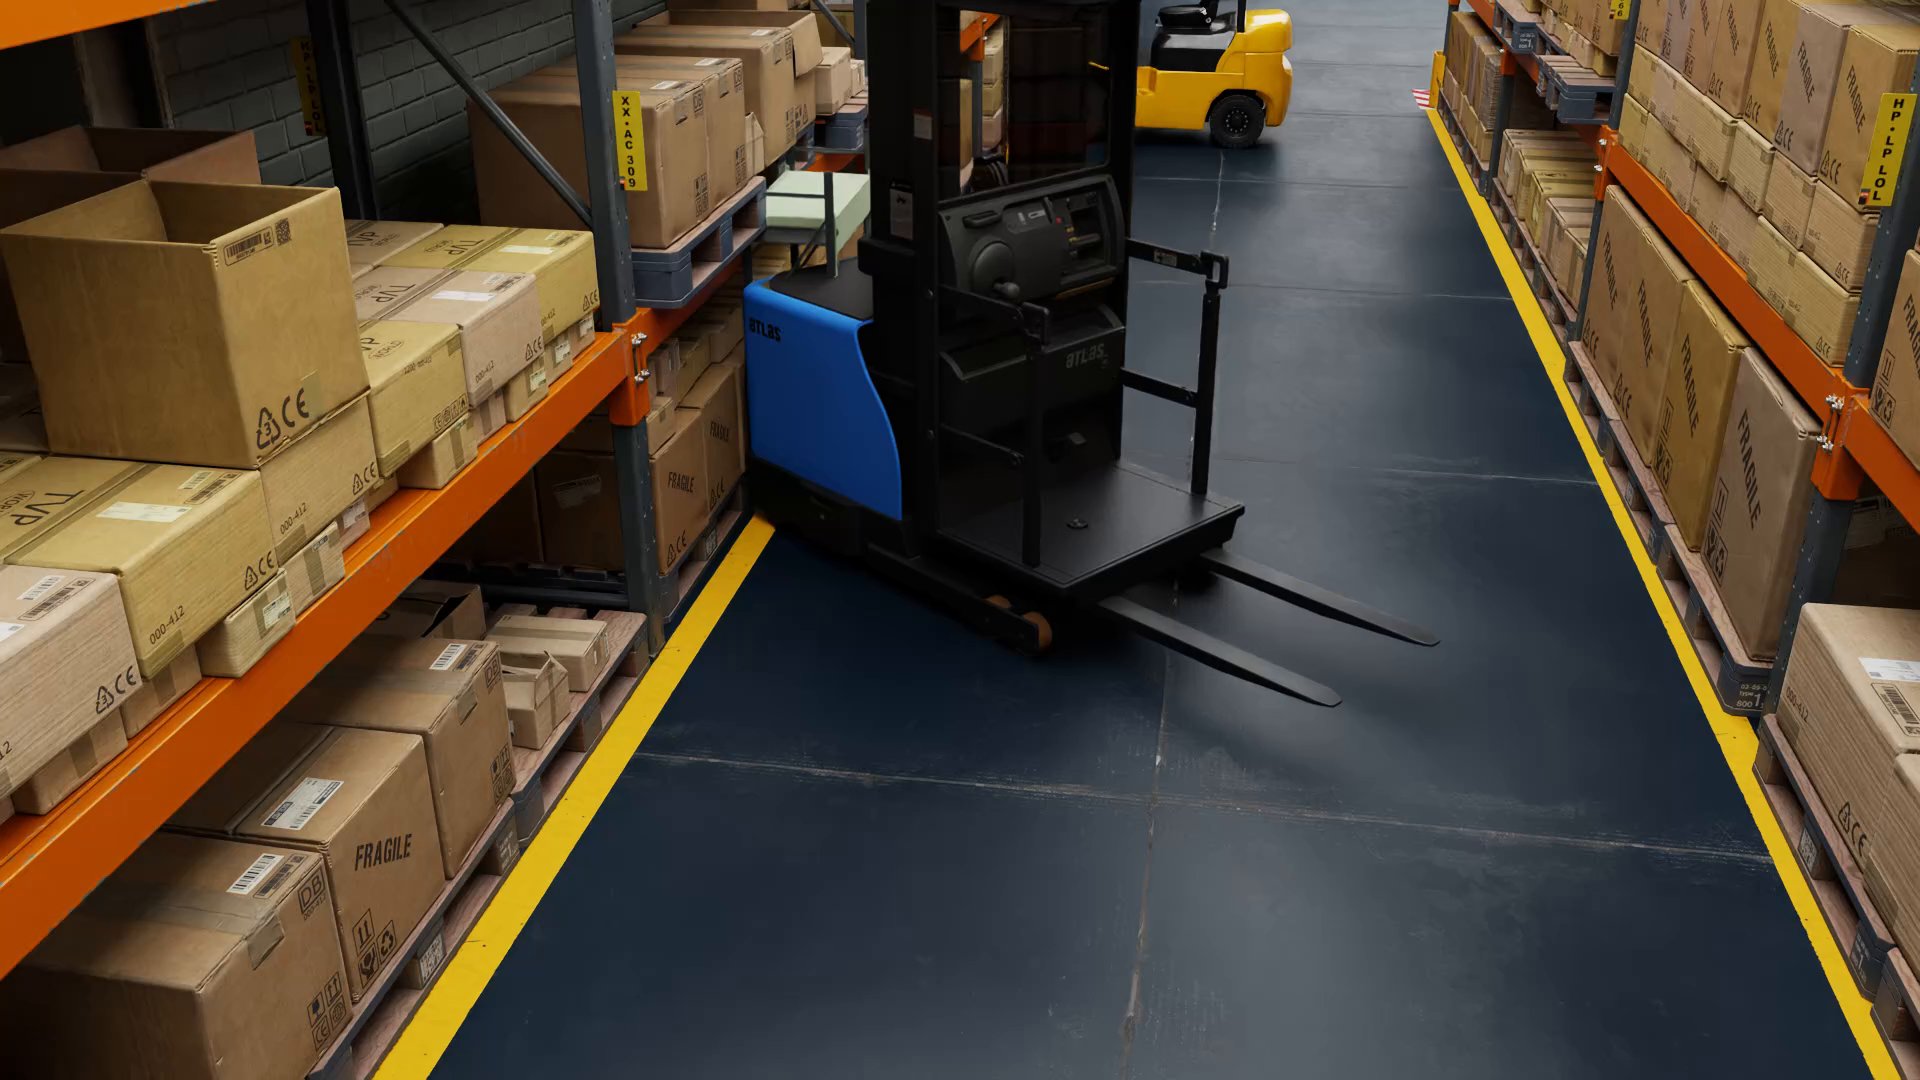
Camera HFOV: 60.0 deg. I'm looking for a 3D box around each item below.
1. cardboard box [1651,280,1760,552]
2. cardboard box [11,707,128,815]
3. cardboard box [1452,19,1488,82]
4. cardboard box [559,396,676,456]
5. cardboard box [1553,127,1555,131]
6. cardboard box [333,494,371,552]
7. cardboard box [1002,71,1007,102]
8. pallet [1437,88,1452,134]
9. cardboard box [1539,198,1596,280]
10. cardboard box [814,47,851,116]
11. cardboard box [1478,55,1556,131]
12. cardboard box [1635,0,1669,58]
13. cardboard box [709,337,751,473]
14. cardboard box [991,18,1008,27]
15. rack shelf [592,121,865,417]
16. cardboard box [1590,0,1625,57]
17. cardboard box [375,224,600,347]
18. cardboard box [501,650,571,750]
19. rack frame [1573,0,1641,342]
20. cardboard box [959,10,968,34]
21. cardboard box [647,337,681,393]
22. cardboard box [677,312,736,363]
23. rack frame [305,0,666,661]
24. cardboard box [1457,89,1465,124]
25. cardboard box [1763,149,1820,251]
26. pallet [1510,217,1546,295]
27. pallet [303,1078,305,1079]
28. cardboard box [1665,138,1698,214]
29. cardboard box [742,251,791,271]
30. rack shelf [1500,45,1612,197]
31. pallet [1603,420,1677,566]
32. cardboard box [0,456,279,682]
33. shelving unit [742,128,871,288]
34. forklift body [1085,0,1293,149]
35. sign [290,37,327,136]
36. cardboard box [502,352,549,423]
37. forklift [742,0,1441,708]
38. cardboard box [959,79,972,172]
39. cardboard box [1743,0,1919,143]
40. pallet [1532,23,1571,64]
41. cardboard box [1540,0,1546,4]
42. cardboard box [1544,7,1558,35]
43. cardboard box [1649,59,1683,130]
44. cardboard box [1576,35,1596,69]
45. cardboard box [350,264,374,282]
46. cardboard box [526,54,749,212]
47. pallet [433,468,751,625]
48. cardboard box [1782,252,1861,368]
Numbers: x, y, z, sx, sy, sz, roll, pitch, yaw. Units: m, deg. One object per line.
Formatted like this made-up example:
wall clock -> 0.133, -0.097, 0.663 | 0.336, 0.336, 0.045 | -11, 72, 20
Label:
cardboard box -> 3.425, -0.493, 6.777 | 0.875, 0.875, 0.875 | 5, 26, 10
cardboard box -> -1.858, 0.380, 3.196 | 0.380, 0.149, 0.250 | 5, 26, 10
cardboard box -> 4.735, -4.378, 14.929 | 0.500, 0.500, 0.500 | 3, 25, 7
cardboard box -> -1.313, -0.448, 6.357 | 0.380, 0.149, 0.250 | 5, 26, 11
cardboard box -> 4.933, -3.141, 13.170 | 0.500, 0.250, 0.500 | 3, 25, 6
cardboard box -> -1.707, -0.056, 4.127 | 0.380, 0.149, 0.250 | 4, 25, 8
cardboard box -> 0.137, -3.873, 14.145 | 0.500, 0.250, 0.500 | 4, 25, 8
pallet -> 5.044, -4.009, 15.566 | 1.003, 0.211, 1.213 | 4, 25, 9
cardboard box -> 4.132, -1.840, 10.247 | 0.950, 0.372, 0.625 | 4, 25, 8
cardboard box -> -0.834, -2.296, 8.299 | 0.500, 0.250, 0.500 | 3, 25, 6
cardboard box -> 4.402, -3.519, 13.092 | 0.500, 0.500, 0.500 | 4, 25, 8
cardboard box -> 3.595, -2.604, 7.977 | 0.500, 0.500, 0.500 | 3, 25, 7
cardboard box -> -1.170, -0.641, 7.535 | 0.500, 0.500, 0.500 | 3, 25, 7
cardboard box -> 0.318, -4.530, 14.958 | 0.500, 0.250, 0.500 | 4, 25, 7
rack shelf -> -1.308, -1.475, 7.712 | 1.077, 0.370, 4.000 | 4, 25, 9
cardboard box -> 3.717, -2.875, 8.889 | 0.500, 0.500, 0.500 | 3, 25, 7
cardboard box -> -1.477, -0.801, 5.250 | 0.500, 0.250, 0.500 | 5, 25, 10
cardboard box -> -1.494, 0.486, 5.403 | 0.396, 0.266, 0.258 | 5, 26, 10
rack frame -> 3.917, -2.295, 8.615 | 1.000, 3.000, 0.127 | 4, 25, 9
cardboard box -> -0.228, -3.803, 12.013 | 0.500, 0.250, 0.500 | 4, 25, 8
cardboard box -> -1.318, -0.695, 6.533 | 0.380, 0.149, 0.250 | 3, 25, 6
cardboard box -> -1.205, -0.895, 7.312 | 0.380, 0.149, 0.250 | 4, 25, 8
rack frame -> -1.635, -0.965, 5.772 | 1.000, 3.000, 0.127 | 4, 25, 9
cardboard box -> 4.652, -3.826, 14.633 | 0.500, 0.250, 0.500 | 6, 26, 12
cardboard box -> 3.170, -1.192, 5.844 | 0.500, 0.250, 0.500 | 5, 25, 10
pallet -> 4.248, -1.868, 10.991 | 1.003, 0.211, 1.213 | 4, 25, 9
pallet -> -2.147, 1.606, 3.570 | 1.003, 0.211, 1.213 | 4, 25, 9
cardboard box -> 3.431, -1.605, 7.318 | 0.500, 0.250, 0.500 | 5, 26, 10
cardboard box -> -1.040, -1.330, 8.242 | 0.380, 0.149, 0.250 | 4, 25, 8
rack shelf -> 4.244, -2.806, 10.555 | 1.077, 0.370, 4.000 | 4, 25, 9
pallet -> 3.512, -0.199, 7.426 | 1.003, 0.211, 1.213 | 4, 25, 9
cardboard box -> -1.787, 0.047, 3.437 | 0.500, 0.250, 0.500 | 4, 25, 8
shelving unit -> -0.657, -1.023, 7.499 | 0.431, 1.500, 0.755 | 5, 28, 9
forklift body -> 1.816, -4.680, 14.710 | 2.313, 2.155, 1.214 | 4, 25, 9
sign -> -2.183, -1.526, 5.606 | 0.100, 0.325, 0.005 | 4, 25, 9
cardboard box -> -1.477, -0.479, 5.032 | 0.380, 0.149, 0.250 | 5, 25, 10
forklift -> 0.438, -1.132, 6.212 | 1.130, 2.935, 3.031 | -22, 33, -39
cardboard box -> -0.401, -3.206, 12.867 | 0.875, 0.625, 0.625 | 5, 26, 11
cardboard box -> 3.268, -1.752, 6.158 | 0.500, 0.500, 0.500 | 5, 26, 10
pallet -> 4.200, -3.039, 10.431 | 1.003, 0.211, 1.213 | 4, 25, 9
cardboard box -> 4.035, -3.747, 10.752 | 0.500, 0.500, 0.500 | 4, 25, 8
cardboard box -> 3.928, -3.292, 10.546 | 0.380, 0.149, 0.250 | 5, 26, 11
cardboard box -> 3.505, -2.043, 7.663 | 0.500, 0.250, 0.500 | 5, 25, 10
cardboard box -> 3.708, -2.751, 9.389 | 0.380, 0.149, 0.250 | 4, 25, 8
cardboard box -> -2.057, -0.633, 4.889 | 0.500, 0.250, 0.500 | 4, 25, 8
cardboard box -> -1.250, -1.603, 6.524 | 0.700, 0.500, 0.500 | 4, 25, 9
pallet -> -1.539, -0.044, 7.096 | 1.003, 0.211, 1.213 | 4, 25, 9
cardboard box -> 3.088, -0.759, 5.511 | 0.500, 0.250, 0.500 | 3, 25, 7
